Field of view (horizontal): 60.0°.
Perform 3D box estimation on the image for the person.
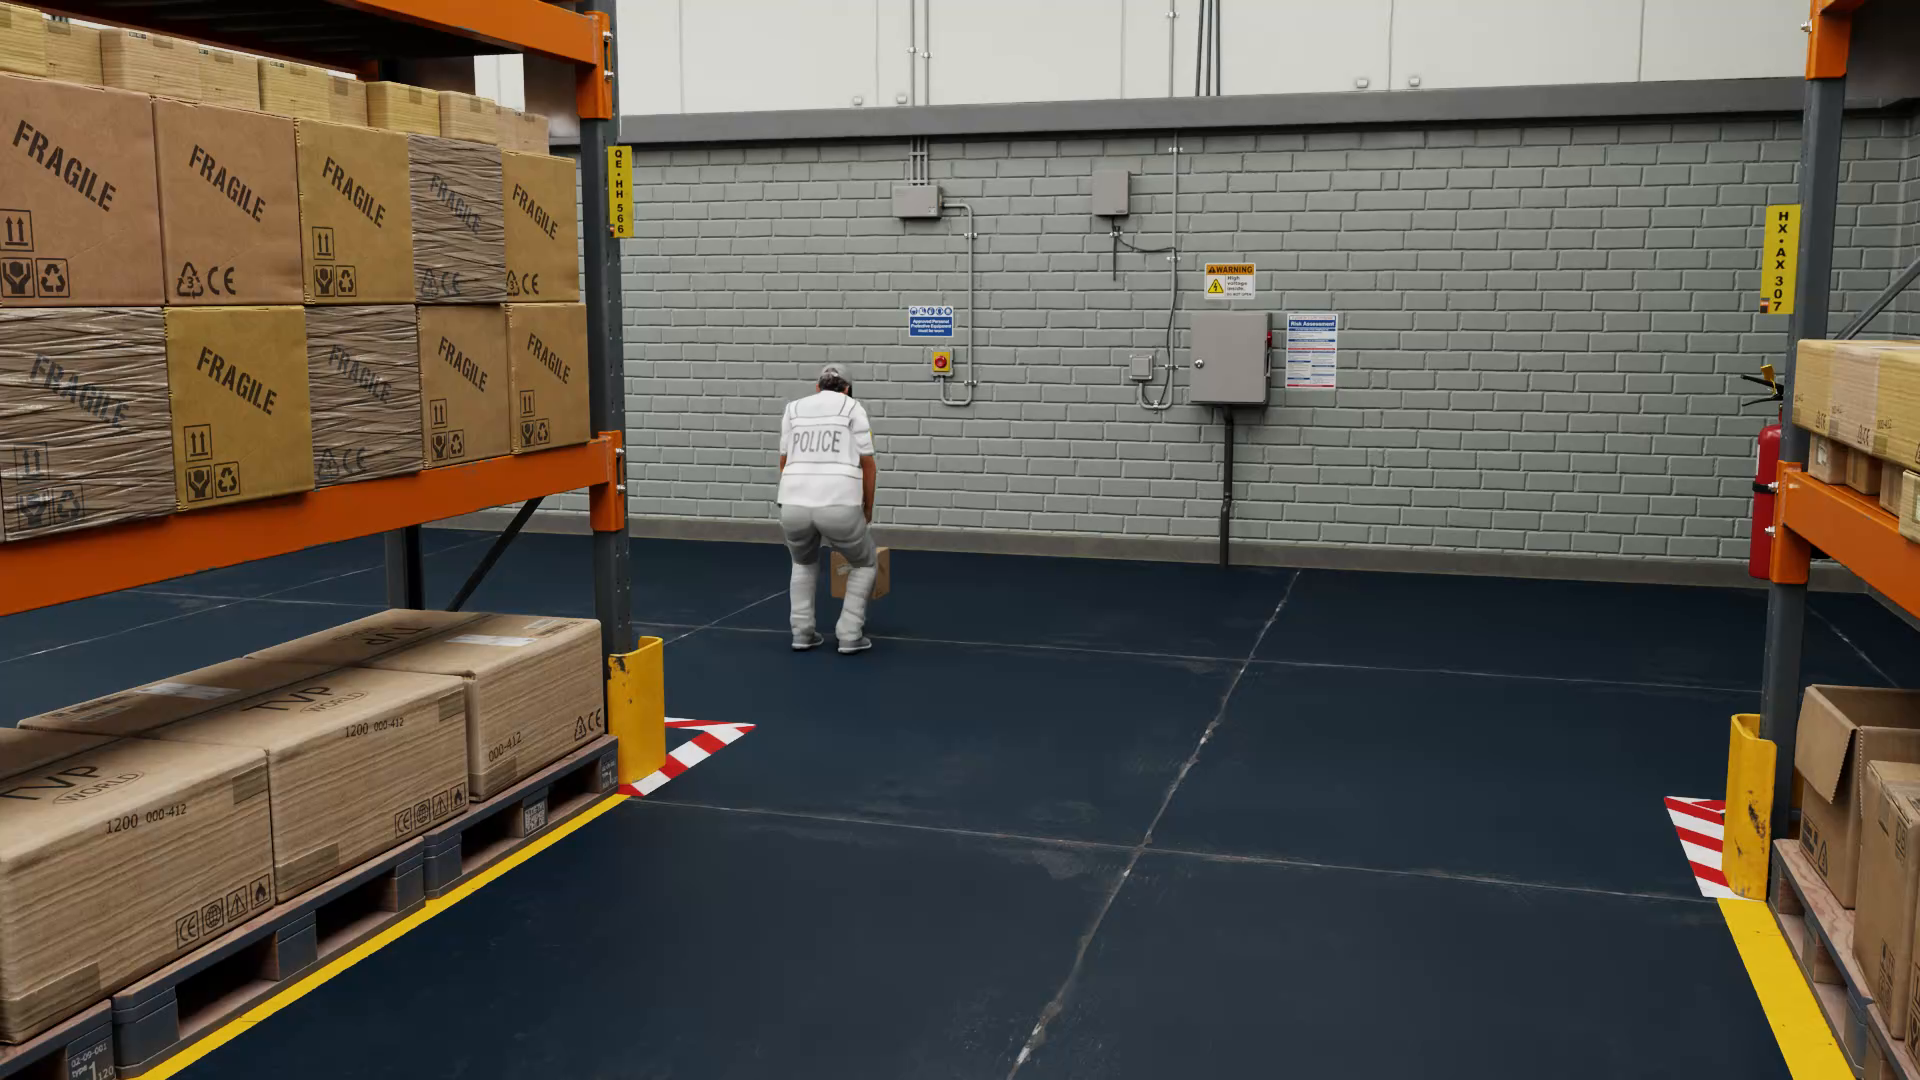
[{"bbox_3d":[-0.702,-0.163,8.607,0.528,1.480,0.652,3,9,17],"label":"person"}]
